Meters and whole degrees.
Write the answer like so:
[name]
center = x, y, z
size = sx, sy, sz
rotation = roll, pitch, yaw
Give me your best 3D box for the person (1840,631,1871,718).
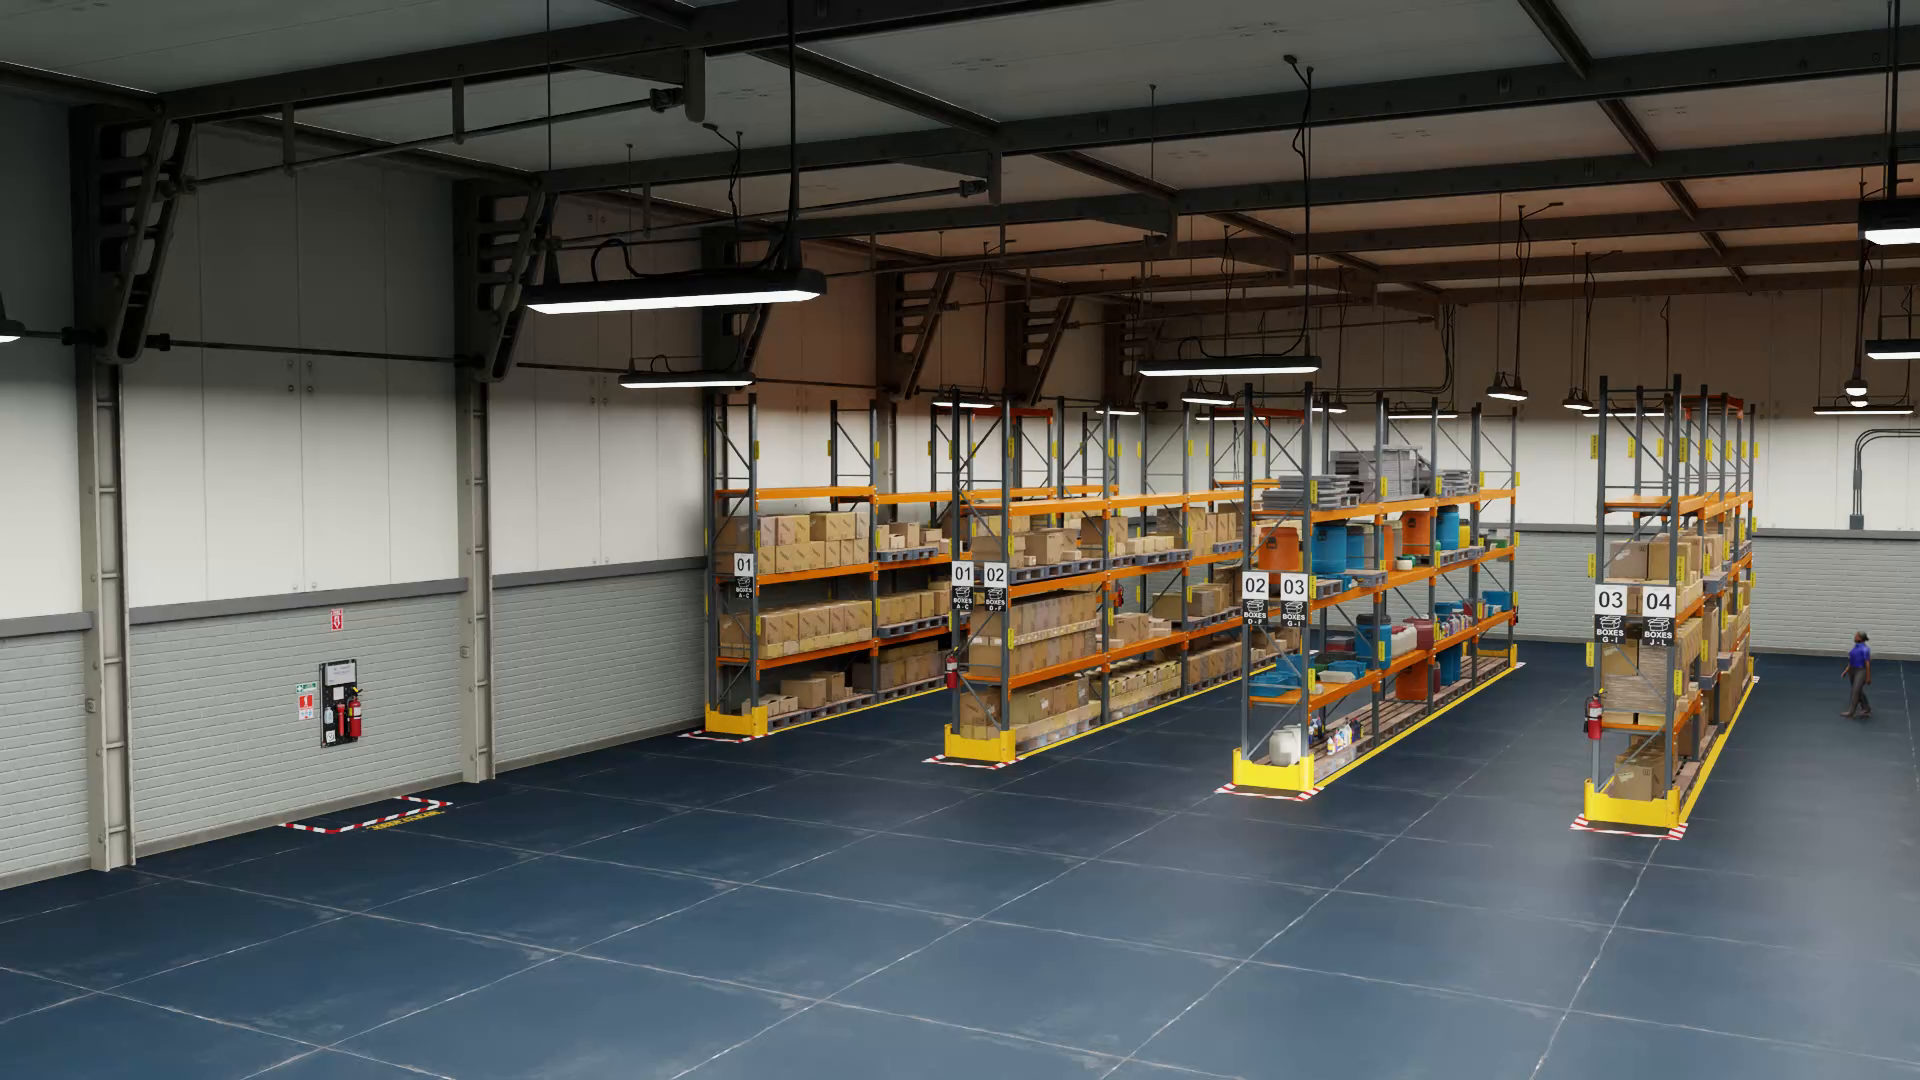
[person]
center = 16.757, 2.519, 31.094
size = 0.907, 1.589, 0.510
rotation = -1, 3, -17
